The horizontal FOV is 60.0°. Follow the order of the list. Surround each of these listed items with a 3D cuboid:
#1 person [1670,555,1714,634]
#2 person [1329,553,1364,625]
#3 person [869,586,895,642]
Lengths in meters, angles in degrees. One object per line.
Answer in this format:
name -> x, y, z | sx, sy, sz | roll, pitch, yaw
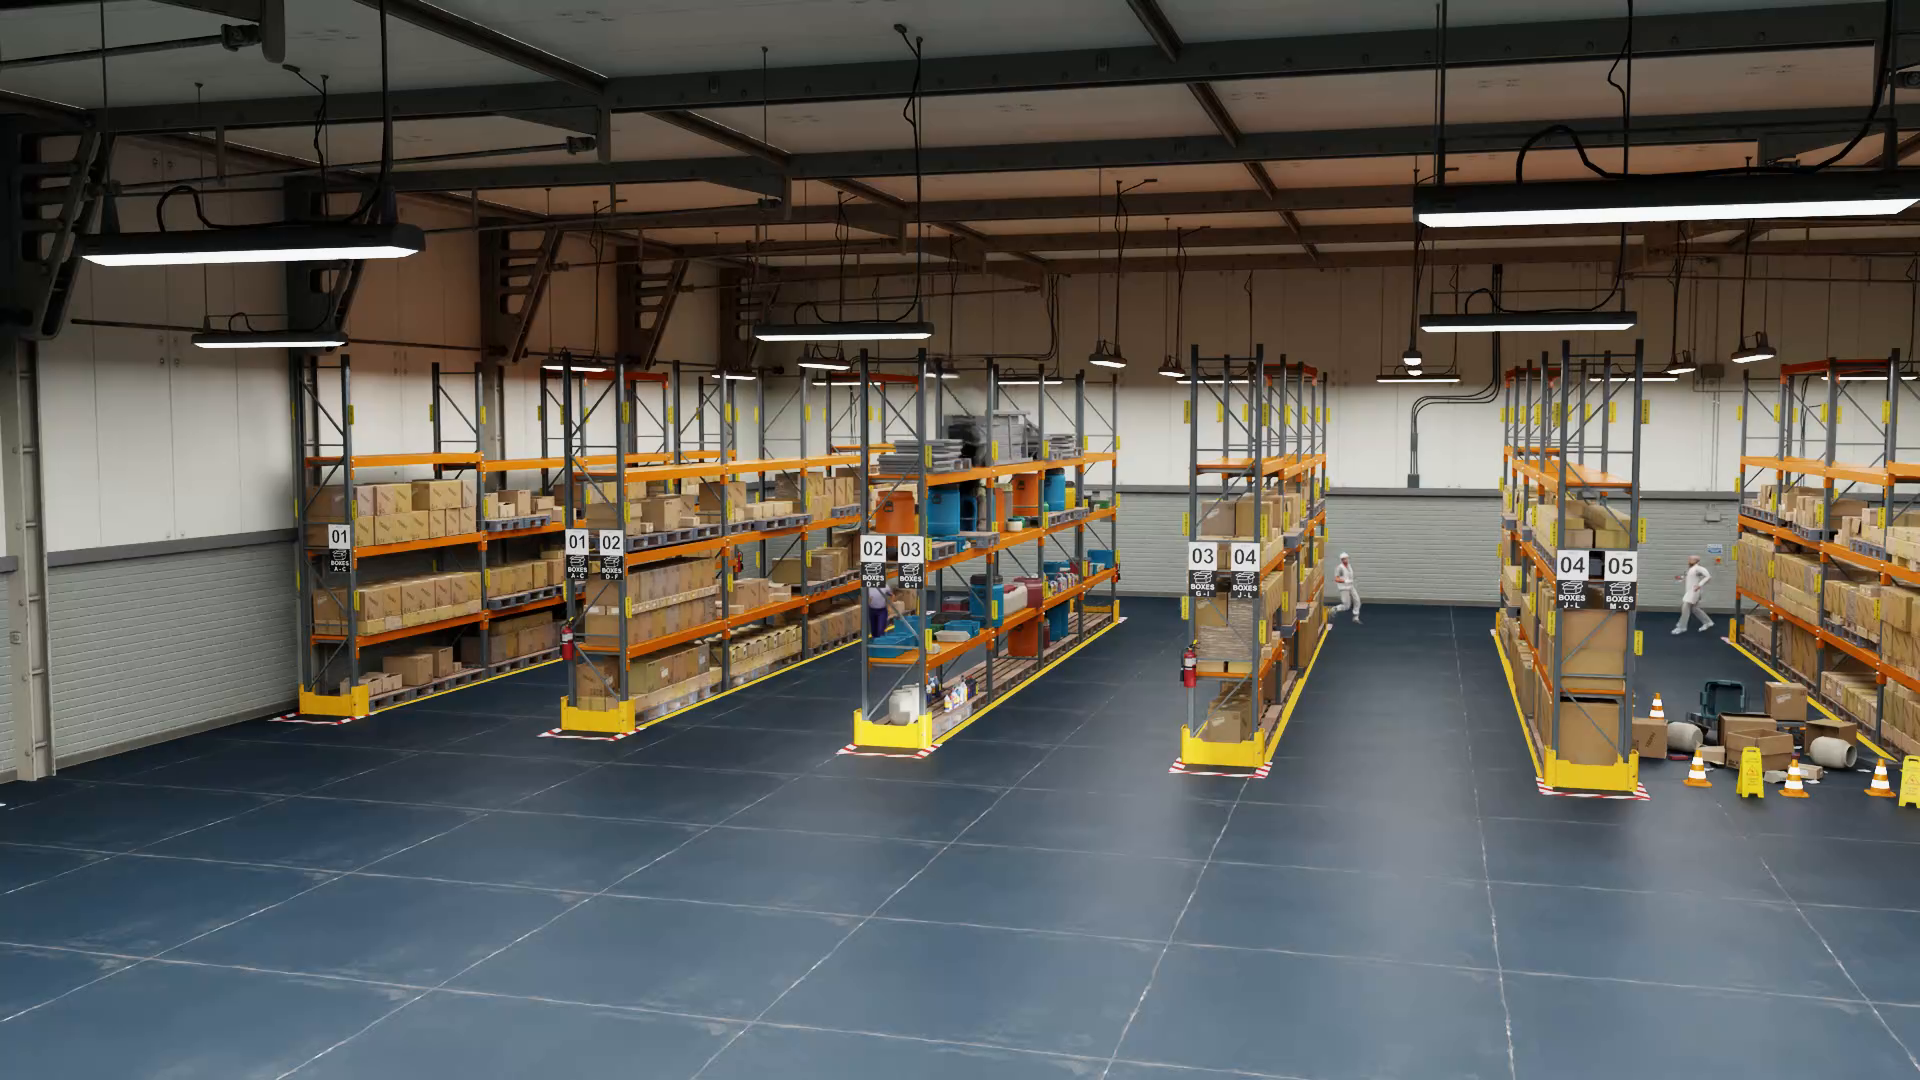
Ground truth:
person -> 16.764, 1.242, 38.029 | 0.991, 1.808, 0.703 | 1, 4, 7
person -> 9.224, 1.170, 39.892 | 0.691, 1.733, 0.784 | -4, 6, -44
person -> -1.604, 1.477, 32.285 | 0.607, 1.690, 0.883 | 1, 4, 9
